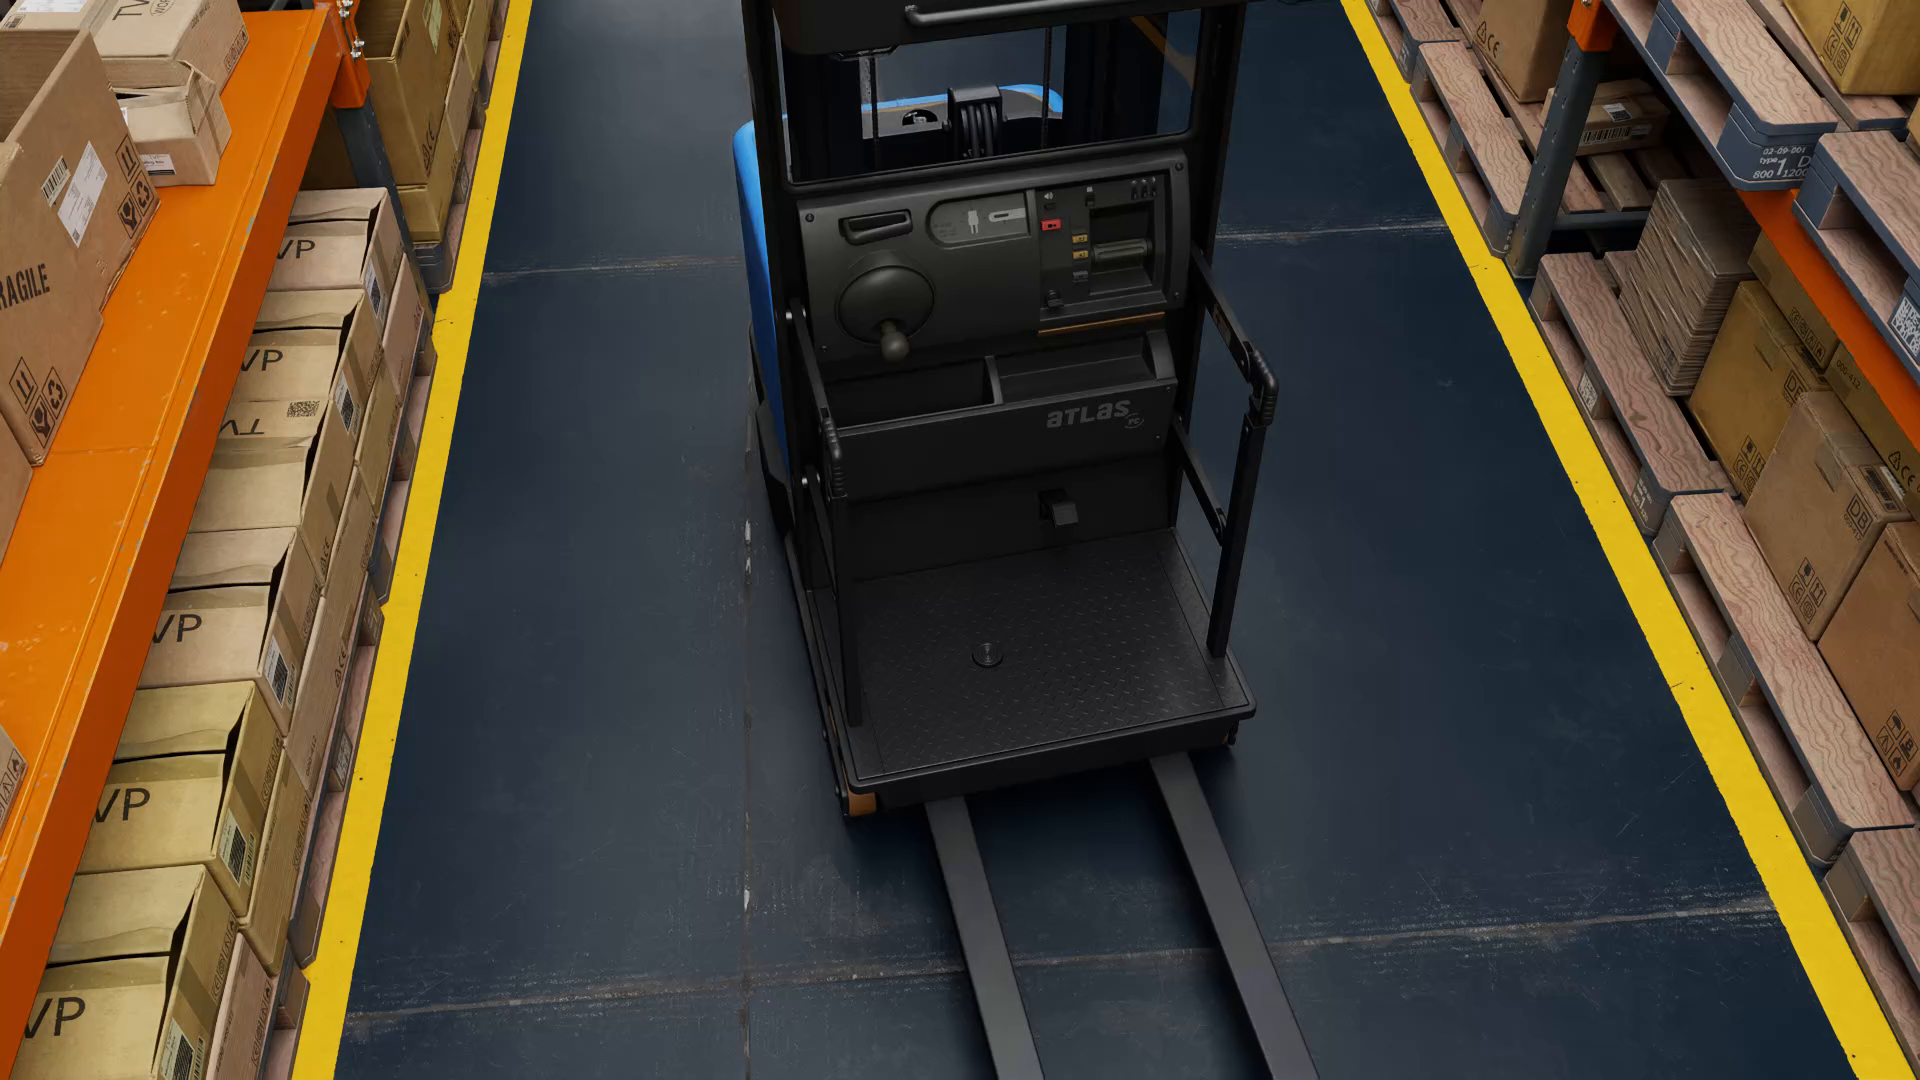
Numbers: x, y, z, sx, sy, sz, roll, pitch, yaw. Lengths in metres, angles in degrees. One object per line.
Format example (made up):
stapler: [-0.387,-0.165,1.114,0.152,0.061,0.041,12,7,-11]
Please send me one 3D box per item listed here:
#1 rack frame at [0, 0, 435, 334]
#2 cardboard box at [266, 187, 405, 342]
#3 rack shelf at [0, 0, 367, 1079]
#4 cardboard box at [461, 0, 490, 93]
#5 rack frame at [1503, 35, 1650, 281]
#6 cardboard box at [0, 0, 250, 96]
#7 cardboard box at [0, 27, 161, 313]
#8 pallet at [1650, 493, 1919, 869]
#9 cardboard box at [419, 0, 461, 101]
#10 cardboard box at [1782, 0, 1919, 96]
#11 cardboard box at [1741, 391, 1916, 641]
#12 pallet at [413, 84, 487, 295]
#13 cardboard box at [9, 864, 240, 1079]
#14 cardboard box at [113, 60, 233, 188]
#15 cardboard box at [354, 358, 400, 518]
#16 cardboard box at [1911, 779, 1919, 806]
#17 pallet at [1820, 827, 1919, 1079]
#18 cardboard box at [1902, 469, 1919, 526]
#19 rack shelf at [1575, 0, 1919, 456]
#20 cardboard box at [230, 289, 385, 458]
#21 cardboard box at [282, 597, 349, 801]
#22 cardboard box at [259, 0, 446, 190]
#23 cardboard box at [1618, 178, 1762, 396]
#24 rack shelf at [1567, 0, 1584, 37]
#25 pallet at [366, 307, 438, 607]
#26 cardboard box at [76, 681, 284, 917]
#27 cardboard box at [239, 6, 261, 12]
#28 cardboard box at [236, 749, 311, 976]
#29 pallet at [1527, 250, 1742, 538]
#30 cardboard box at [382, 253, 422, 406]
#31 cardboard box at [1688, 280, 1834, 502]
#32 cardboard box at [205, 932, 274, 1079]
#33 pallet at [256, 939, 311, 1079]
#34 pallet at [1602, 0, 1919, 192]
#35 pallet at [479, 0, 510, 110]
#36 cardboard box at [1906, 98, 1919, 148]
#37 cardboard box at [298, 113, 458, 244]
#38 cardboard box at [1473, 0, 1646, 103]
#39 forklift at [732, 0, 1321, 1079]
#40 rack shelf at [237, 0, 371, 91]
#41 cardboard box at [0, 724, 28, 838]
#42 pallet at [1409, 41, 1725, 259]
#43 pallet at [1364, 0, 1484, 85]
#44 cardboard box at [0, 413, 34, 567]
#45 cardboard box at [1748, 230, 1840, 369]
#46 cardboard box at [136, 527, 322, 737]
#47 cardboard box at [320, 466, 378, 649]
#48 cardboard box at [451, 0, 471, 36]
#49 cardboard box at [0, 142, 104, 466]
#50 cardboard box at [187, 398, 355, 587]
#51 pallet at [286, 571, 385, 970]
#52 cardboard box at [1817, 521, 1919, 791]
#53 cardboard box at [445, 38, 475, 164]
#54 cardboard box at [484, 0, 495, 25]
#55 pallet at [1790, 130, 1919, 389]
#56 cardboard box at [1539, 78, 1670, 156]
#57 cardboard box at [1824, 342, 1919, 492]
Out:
rack frame: [-2.392,-1.762,4.852,1.000,3.000,0.127,-3,47,-3]
cardboard box: [-2.072,-0.878,5.234,0.500,0.311,0.500,-3,47,-3]
rack shelf: [-2.224,-0.067,3.743,1.077,0.370,4.000,-3,47,-3]
cardboard box: [-2.202,-2.039,6.719,0.500,0.250,0.500,-3,47,-3]
rack frame: [2.544,-2.065,5.140,1.000,3.000,0.127,-3,47,-3]
cardboard box: [-2.307,-1.356,4.572,0.500,0.250,0.500,-1,47,-1]
cardboard box: [-2.300,-0.858,3.928,0.500,0.500,0.500,0,47,0]
pallet: [2.716,0.341,4.781,1.003,0.211,1.213,-3,47,-3]
cardboard box: [-2.168,-1.934,6.104,0.500,0.500,0.500,-3,47,-3]
cardboard box: [2.592,-1.476,4.210,0.700,0.500,0.500,1,47,1]
cardboard box: [2.718,-0.083,4.681,0.700,0.500,0.500,-3,47,-3]
pallet: [-2.417,-1.381,6.412,1.003,0.211,1.213,-3,47,-3]
cardboard box: [-1.861,0.964,3.489,0.500,0.311,0.500,-5,47,-4]
cardboard box: [-2.135,-1.090,4.309,0.396,0.266,0.258,-5,47,-4]
cardboard box: [-2.028,-0.312,5.084,0.500,0.250,0.500,-4,47,-4]
cardboard box: [2.839,0.639,3.997,0.700,0.500,0.500,-4,47,-3]
pallet: [2.815,1.222,3.947,1.003,0.211,1.213,-3,47,-3]
cardboard box: [2.733,-0.027,4.111,0.500,0.250,0.500,-4,47,-3]
rack shelf: [2.712,-0.371,4.031,1.077,0.370,4.000,-3,47,-3]
cardboard box: [-2.022,-0.502,4.877,0.500,0.311,0.500,-2,47,-2]
cardboard box: [-1.943,0.426,4.385,0.500,0.250,0.500,-3,47,-2]
cardboard box: [-2.119,-1.573,5.762,0.500,0.500,0.500,-3,47,-3]
cardboard box: [2.622,-0.826,5.385,0.700,0.500,0.500,-2,47,-2]
rack shelf: [2.377,-3.265,6.772,1.077,0.370,4.000,-3,47,-3]
pallet: [-2.291,-0.272,5.362,1.003,0.211,1.213,-3,47,-3]
cardboard box: [-1.901,0.595,3.839,0.500,0.311,0.500,-5,47,-4]
cardboard box: [-2.679,-1.903,6.074,0.500,0.500,0.500,-3,47,-3]
cardboard box: [-1.901,0.797,4.033,0.500,0.250,0.500,-5,47,-4]
pallet: [2.611,-0.543,5.619,1.003,0.211,1.213,-3,47,-3]
cardboard box: [-2.068,-0.678,5.431,0.500,0.250,0.500,-4,47,-4]
cardboard box: [2.716,-0.455,5.033,0.700,0.500,0.500,-4,47,-4]
cardboard box: [-1.851,1.173,3.678,0.500,0.250,0.500,-5,47,-4]
pallet: [-2.087,1.493,3.690,1.003,0.211,1.213,-3,47,-3]
pallet: [2.463,-1.438,4.678,1.003,0.211,1.213,-3,47,-3]
pallet: [-2.522,-2.265,7.250,1.003,0.211,1.213,-3,47,-3]
cardboard box: [2.679,-1.001,3.761,0.700,0.500,0.500,2,47,2]
cardboard box: [-2.129,-1.314,6.033,0.500,0.250,0.500,-3,47,-3]
cardboard box: [2.417,-2.106,6.597,0.500,0.500,0.500,-7,47,-6]
forklift: [0.144,-0.567,3.768,1.130,2.935,3.031,-10,47,-9]
rack shelf: [-2.559,-2.961,6.484,1.077,0.370,4.000,-3,47,-3]
cardboard box: [-1.939,0.504,2.768,0.500,0.311,0.500,-4,47,-4]
pallet: [2.453,-1.590,6.611,1.003,0.211,1.213,-3,47,-3]
pallet: [2.347,-2.475,7.449,1.003,0.211,1.213,-3,47,-3]
cardboard box: [-2.214,-0.115,3.224,0.500,0.500,0.500,-6,47,-5]
cardboard box: [2.663,-0.765,4.811,0.500,0.250,0.500,-4,47,-4]
cardboard box: [-1.945,0.223,4.191,0.500,0.311,0.500,-4,47,-4]
cardboard box: [-1.984,0.058,4.734,0.500,0.250,0.500,-3,47,-2]
cardboard box: [-2.203,-2.296,6.447,0.500,0.500,0.500,-3,47,-3]
cardboard box: [-2.258,-0.496,3.585,0.500,0.500,0.500,-3,47,-3]
cardboard box: [-1.983,-0.140,4.535,0.500,0.311,0.500,-4,47,-3]
pallet: [-2.186,0.613,4.524,1.003,0.211,1.213,-3,47,-3]
cardboard box: [2.770,0.282,4.336,0.700,0.500,0.500,-4,47,-4]
cardboard box: [-2.165,-1.676,6.376,0.500,0.250,0.500,-3,47,-3]
cardboard box: [-2.250,-2.400,7.062,0.500,0.250,0.500,-3,47,-3]
pallet: [2.672,-0.535,3.823,1.003,0.211,1.213,-3,47,-3]
cardboard box: [2.469,-1.628,6.374,0.380,0.166,0.250,-9,47,-8]
cardboard box: [2.710,-0.389,4.454,0.500,0.250,0.500,-5,47,-4]
